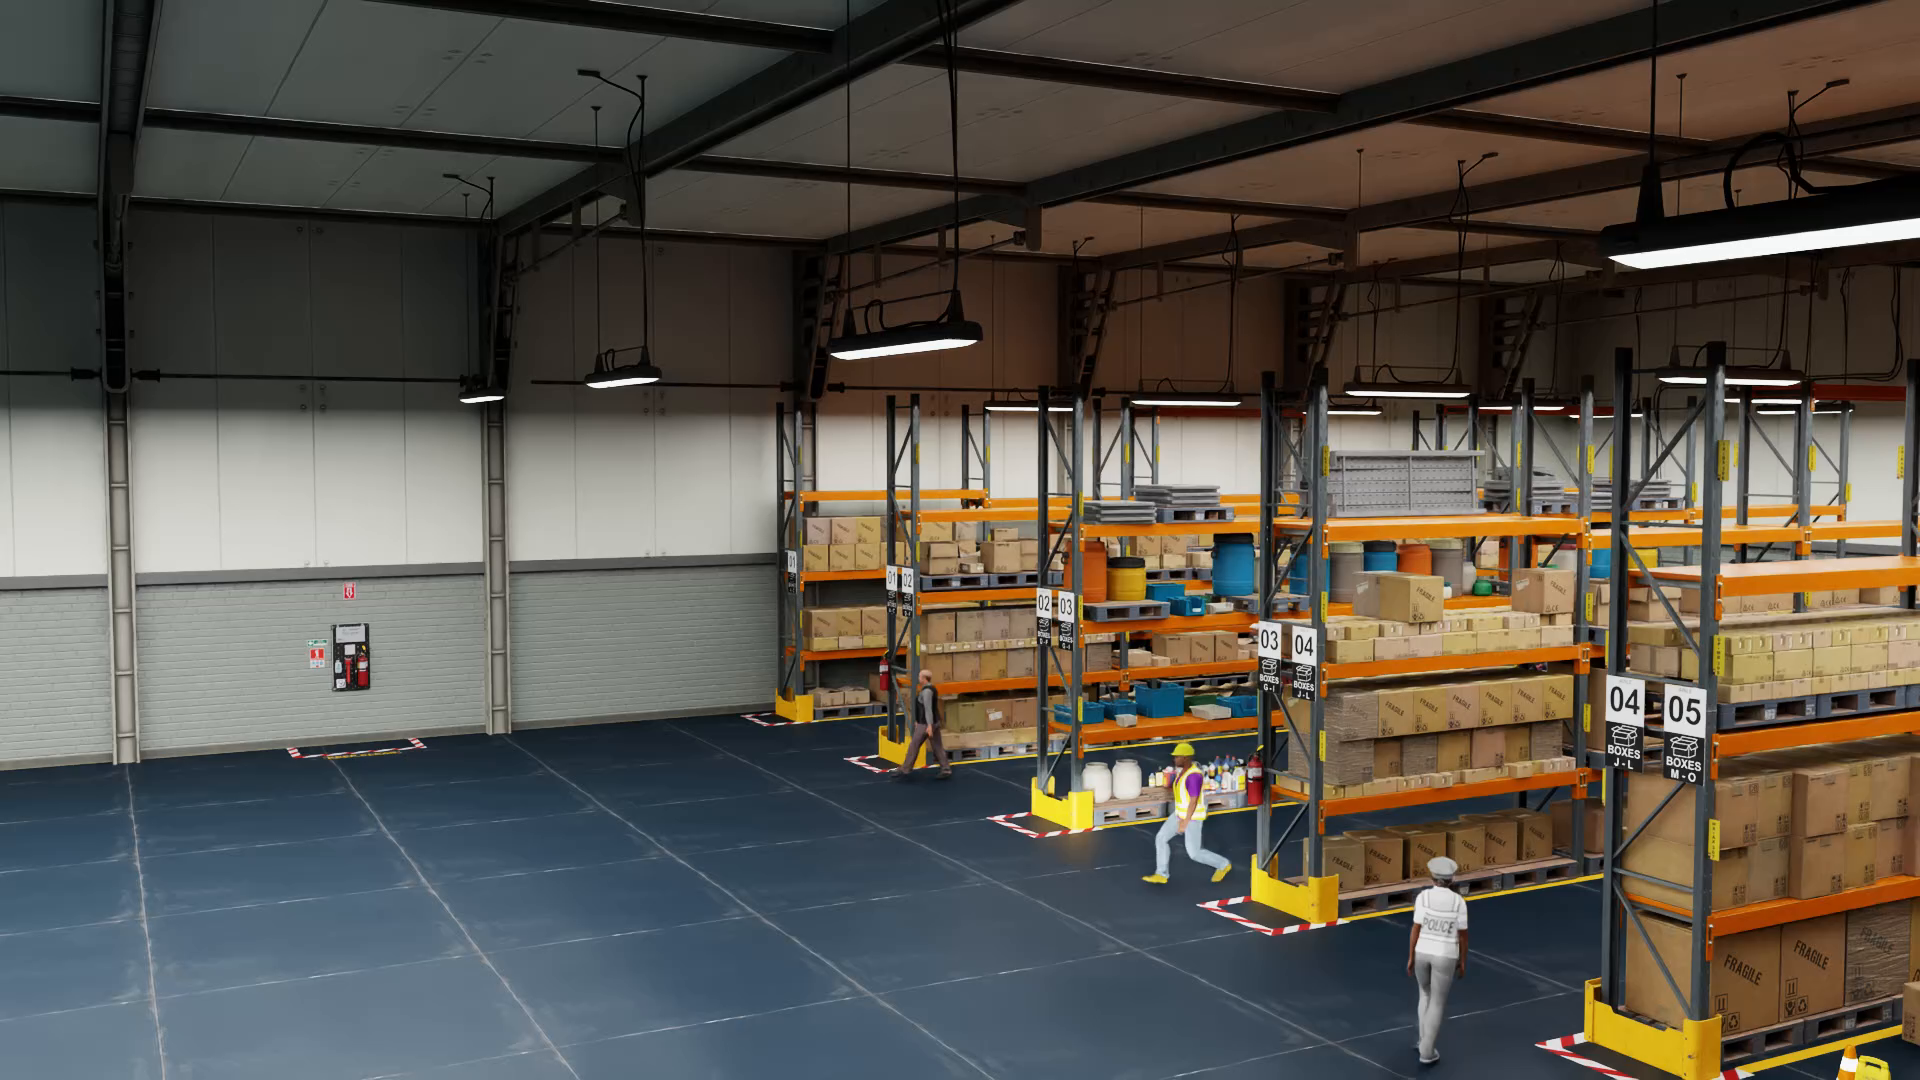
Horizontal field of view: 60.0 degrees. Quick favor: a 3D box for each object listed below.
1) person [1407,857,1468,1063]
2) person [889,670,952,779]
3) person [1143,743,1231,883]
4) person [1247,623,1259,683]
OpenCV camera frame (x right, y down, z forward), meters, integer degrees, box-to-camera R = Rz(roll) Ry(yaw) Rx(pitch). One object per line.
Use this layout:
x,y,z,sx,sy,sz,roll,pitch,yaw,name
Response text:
4.009,3.559,13.999,0.458,1.715,0.578,2,4,34,person
-0.573,2.842,25.737,0.935,1.674,0.562,1,3,19,person
2.671,3.228,19.648,1.069,1.642,0.561,-1,3,-16,person
5.718,2.452,32.448,1.069,1.711,0.593,-1,4,-24,person
